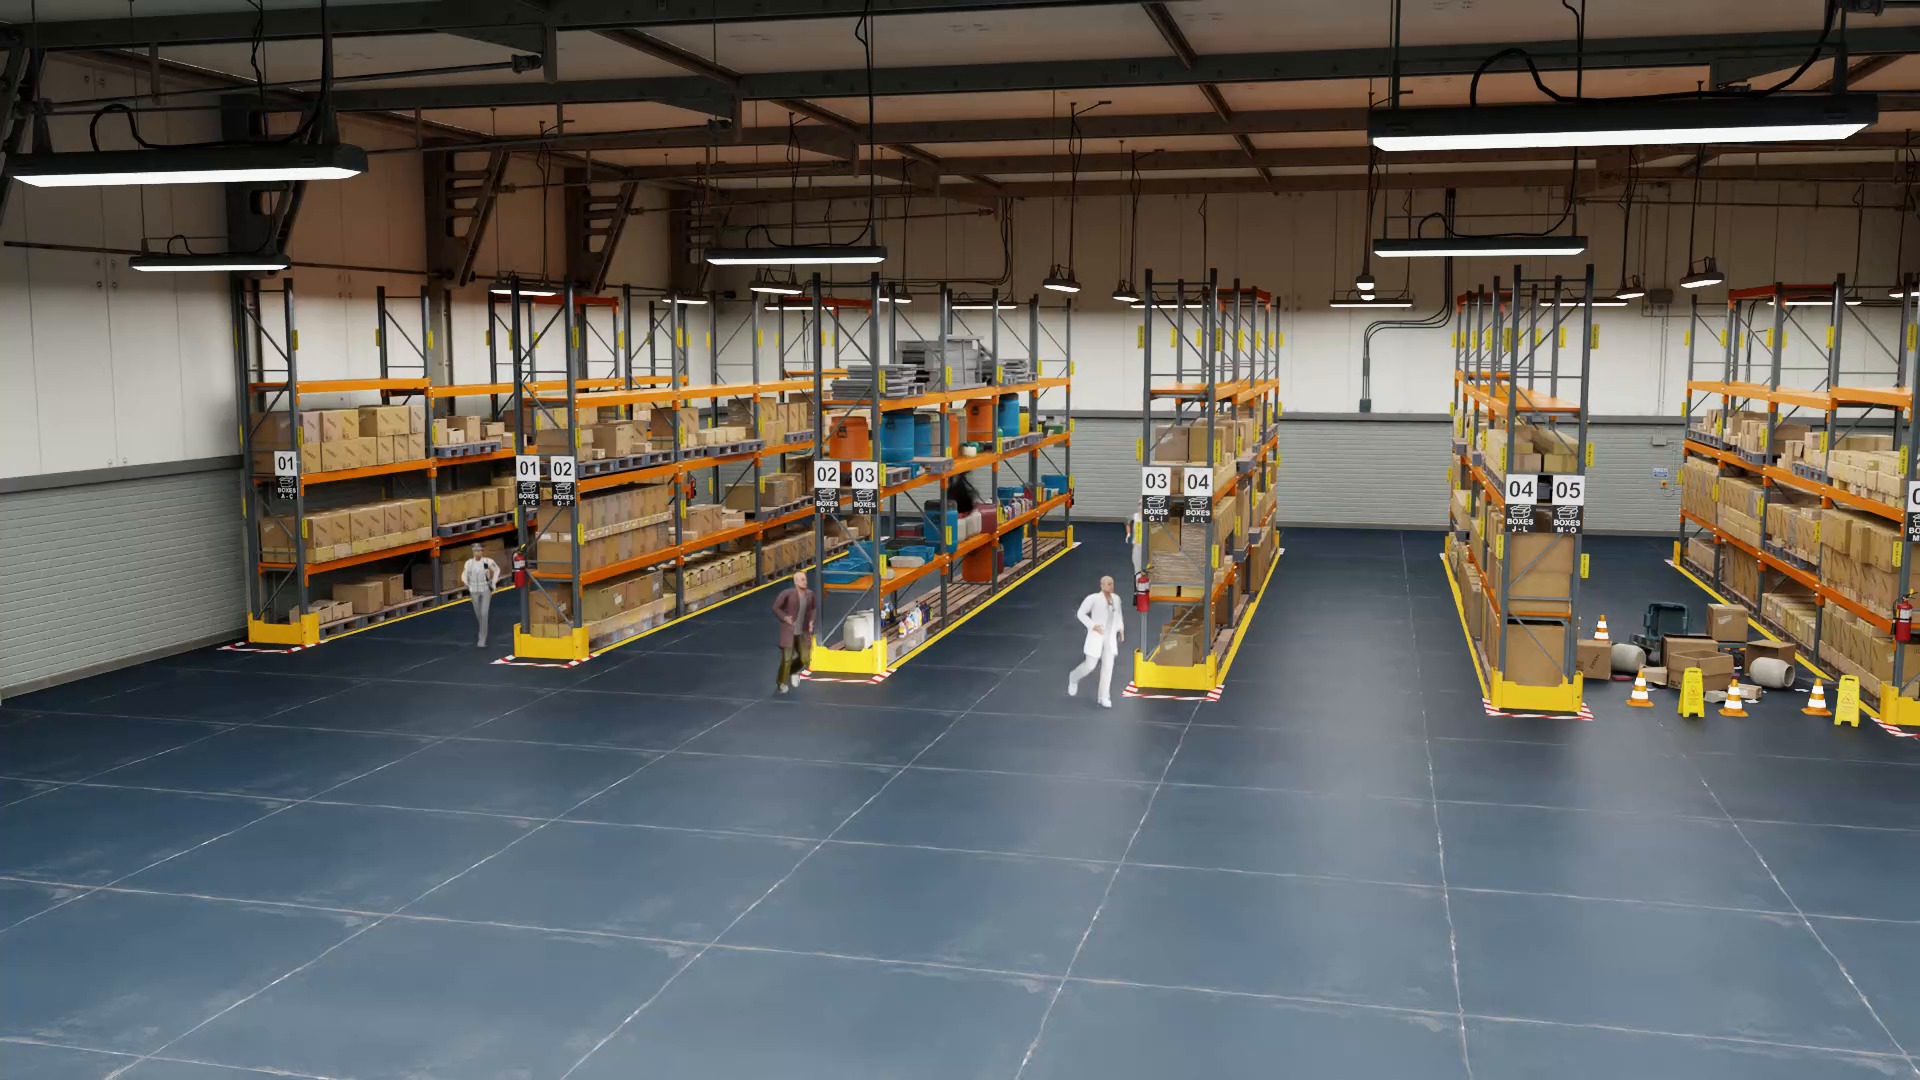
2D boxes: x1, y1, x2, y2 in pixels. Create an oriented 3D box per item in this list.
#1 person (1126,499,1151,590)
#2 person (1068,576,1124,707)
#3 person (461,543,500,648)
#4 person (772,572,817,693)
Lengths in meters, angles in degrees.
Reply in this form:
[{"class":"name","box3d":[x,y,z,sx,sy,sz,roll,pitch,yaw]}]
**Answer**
[{"class":"person","box3d":[3.401,0.121,30.926,0.667,1.797,0.893,1,7,10]},{"class":"person","box3d":[1.991,1.408,23.039,0.771,1.653,1.032,-3,7,-24]},{"class":"person","box3d":[-7.929,0.870,27.526,0.585,1.705,0.905,0,7,0]},{"class":"person","box3d":[-2.321,1.313,23.817,0.714,1.704,0.610,-3,7,-24]}]
